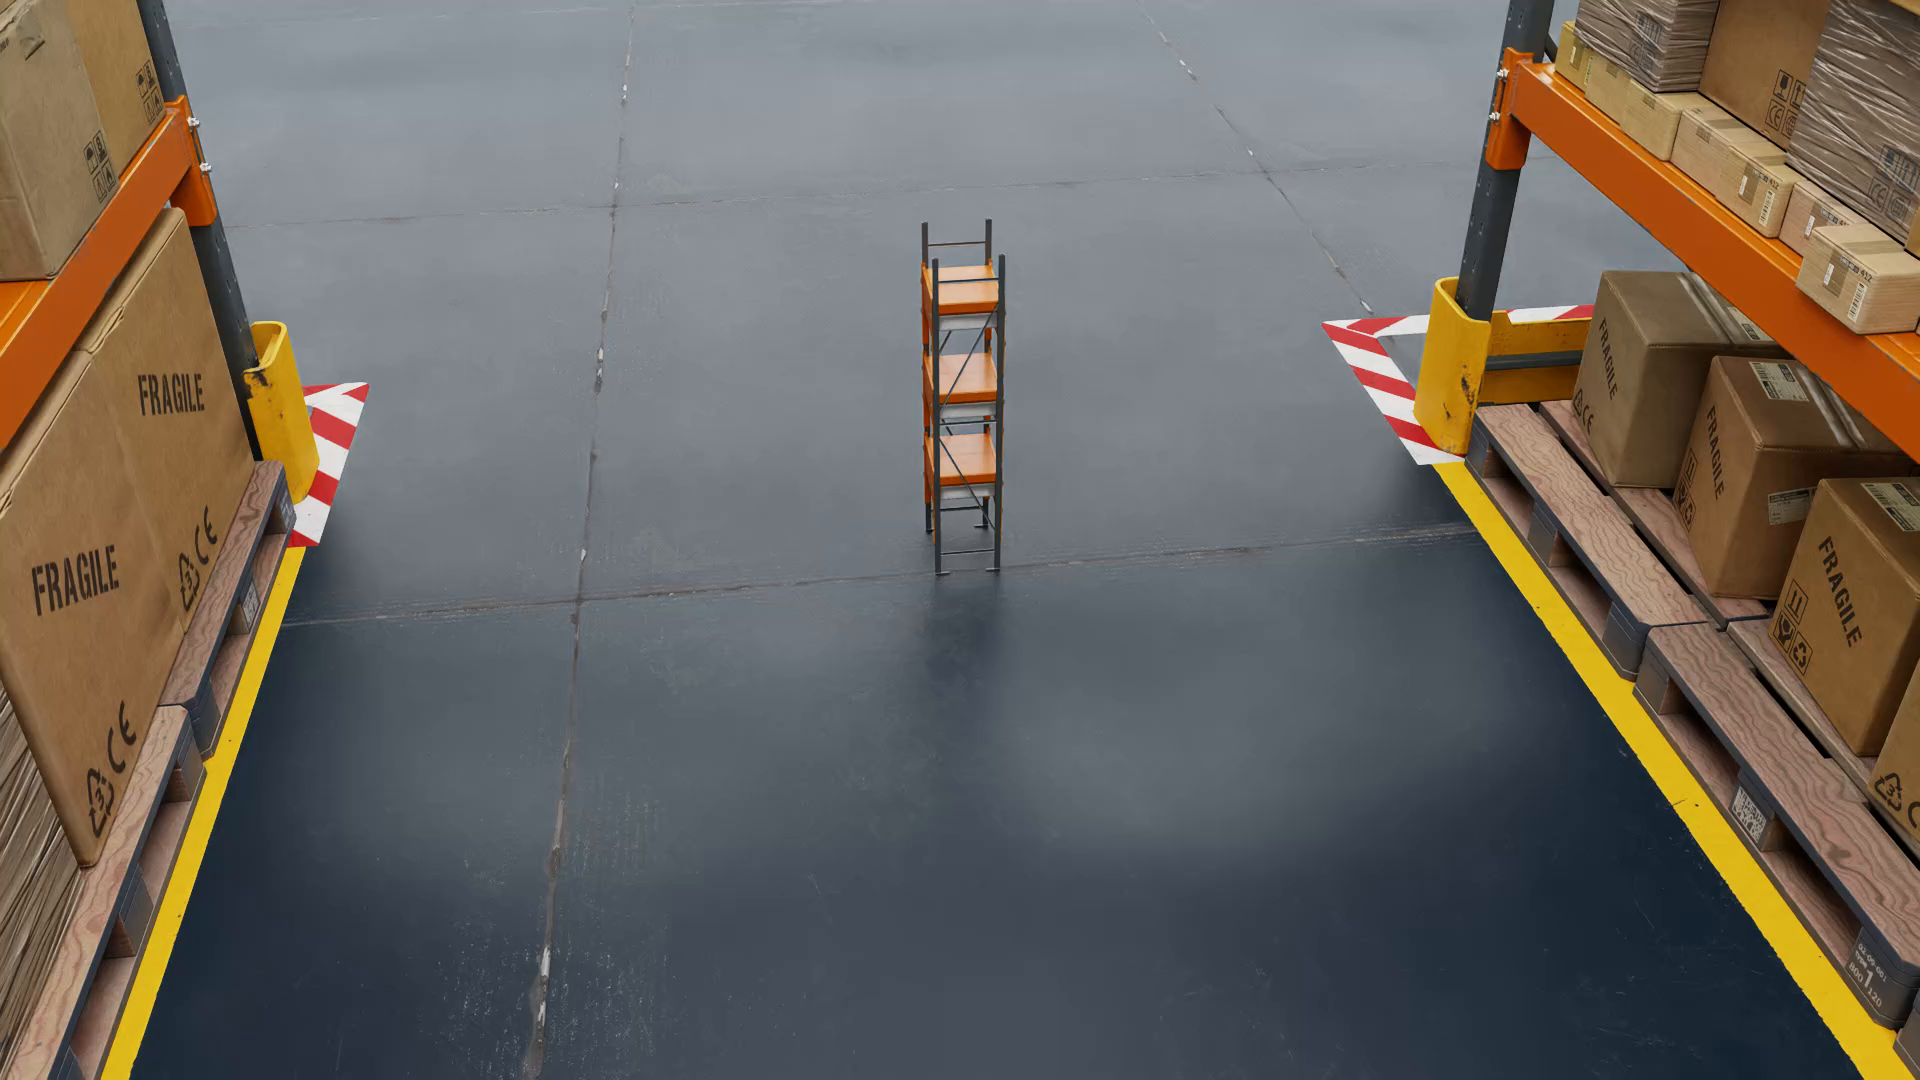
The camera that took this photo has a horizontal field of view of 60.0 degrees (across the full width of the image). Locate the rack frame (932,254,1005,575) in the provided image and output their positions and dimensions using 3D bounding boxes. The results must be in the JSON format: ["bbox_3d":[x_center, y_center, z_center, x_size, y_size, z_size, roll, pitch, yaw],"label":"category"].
[{"bbox_3d":[0.024,-0.336,4.811,0.200,1.050,0.008,-4,35,-6],"label":"rack frame"}]

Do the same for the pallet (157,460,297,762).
[{"bbox_3d":[-2.550,0.204,4.764,1.003,0.211,1.213,-4,35,-6],"label":"pallet"}]

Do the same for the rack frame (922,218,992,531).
[{"bbox_3d":[-0.009,-0.472,5.010,0.200,1.050,0.008,-4,35,-6],"label":"rack frame"}]

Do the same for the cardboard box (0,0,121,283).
[{"bbox_3d":[-2.544,-0.942,3.835,0.875,0.550,0.550,-4,35,-6],"label":"cardboard box"}]

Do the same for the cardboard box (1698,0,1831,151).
[{"bbox_3d":[2.427,-1.293,4.132,0.875,0.500,0.500,-4,35,-6],"label":"cardboard box"}]

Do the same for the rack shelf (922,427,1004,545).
[{"bbox_3d":[0.007,-0.166,5.073,0.215,0.259,0.240,-4,35,-6],"label":"rack shelf"}]

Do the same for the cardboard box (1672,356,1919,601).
[{"bbox_3d":[2.376,-0.168,4.680,0.500,0.500,0.500,4,35,6],"label":"cardboard box"}]

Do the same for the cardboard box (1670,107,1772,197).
[{"bbox_3d":[2.084,-1.008,4.288,0.380,0.149,0.250,-4,35,-6],"label":"cardboard box"}]

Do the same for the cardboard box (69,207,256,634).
[{"bbox_3d":[-2.578,-0.311,4.557,0.875,0.875,0.875,-4,34,-6],"label":"cardboard box"}]

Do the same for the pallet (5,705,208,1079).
[{"bbox_3d":[-2.389,0.883,3.767,1.003,0.211,1.213,-4,35,-6],"label":"pallet"}]

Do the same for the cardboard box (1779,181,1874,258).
[{"bbox_3d":[2.171,-0.730,3.881,0.380,0.149,0.250,-4,35,-6],"label":"cardboard box"}]

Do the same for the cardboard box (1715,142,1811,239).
[{"bbox_3d":[2.110,-0.868,4.083,0.380,0.149,0.250,-4,35,-6],"label":"cardboard box"}]

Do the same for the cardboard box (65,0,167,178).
[{"bbox_3d":[-2.640,-1.247,4.283,0.875,0.550,0.550,-4,35,-6],"label":"cardboard box"}]

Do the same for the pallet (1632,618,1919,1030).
[{"bbox_3d":[2.439,0.622,4.150,1.003,0.211,1.213,-4,35,-6],"label":"pallet"}]

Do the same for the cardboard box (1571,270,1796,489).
[{"bbox_3d":[2.261,-0.499,5.165,0.500,0.500,0.500,2,34,2],"label":"cardboard box"}]

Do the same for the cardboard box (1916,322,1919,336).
[{"bbox_3d":[2.267,-0.453,3.475,0.380,0.149,0.250,-4,35,-6],"label":"cardboard box"}]

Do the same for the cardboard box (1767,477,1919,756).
[{"bbox_3d":[2.441,0.183,4.165,0.500,0.500,0.500,-1,34,-2],"label":"cardboard box"}]

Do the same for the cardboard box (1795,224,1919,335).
[{"bbox_3d":[2.102,-0.583,3.665,0.380,0.149,0.250,-4,35,-6],"label":"cardboard box"}]

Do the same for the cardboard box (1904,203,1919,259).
[{"bbox_3d":[2.507,-0.731,3.307,0.875,0.500,0.500,-4,35,-6],"label":"cardboard box"}]

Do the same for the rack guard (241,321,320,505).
[{"bbox_3d":[-2.738,-0.369,5.348,1.175,0.500,0.348,-4,35,-6],"label":"rack guard"}]

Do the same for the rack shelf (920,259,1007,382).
[{"bbox_3d":[0.007,-0.630,4.757,0.215,0.259,0.240,-4,35,-6],"label":"rack shelf"}]

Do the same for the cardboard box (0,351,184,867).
[{"bbox_3d":[-2.458,0.180,3.836,0.875,0.875,0.875,-5,35,-7],"label":"cardboard box"}]

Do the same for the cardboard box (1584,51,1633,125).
[{"bbox_3d":[2.011,-1.286,4.697,0.380,0.149,0.250,-4,35,-6],"label":"cardboard box"}]

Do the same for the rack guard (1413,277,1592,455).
[{"bbox_3d":[2.204,-0.633,5.735,1.175,0.500,0.348,-4,35,-6],"label":"rack guard"}]

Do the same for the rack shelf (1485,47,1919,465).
[{"bbox_3d":[2.463,-0.295,3.658,1.077,0.370,4.000,-4,35,-6],"label":"rack shelf"}]

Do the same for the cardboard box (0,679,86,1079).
[{"bbox_3d":[-2.337,0.689,3.090,0.875,0.875,0.875,-4,34,-6],"label":"cardboard box"}]

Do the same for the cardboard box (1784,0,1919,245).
[{"bbox_3d":[2.451,-1.011,3.717,0.875,0.500,0.500,-4,35,-6],"label":"cardboard box"}]

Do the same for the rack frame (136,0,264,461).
[{"bbox_3d":[-2.735,-1.389,4.624,1.000,3.000,0.127,-4,35,-6],"label":"rack frame"}]

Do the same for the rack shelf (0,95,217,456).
[{"bbox_3d":[-2.466,0.024,3.189,1.077,0.370,4.000,-4,35,-6],"label":"rack shelf"}]

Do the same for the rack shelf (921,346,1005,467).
[{"bbox_3d":[0.007,-0.395,4.916,0.215,0.259,0.240,-4,35,-6],"label":"rack shelf"}]

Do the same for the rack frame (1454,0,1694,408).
[{"bbox_3d":[2.194,-1.708,5.093,1.000,3.000,0.127,-4,35,-6],"label":"rack frame"}]

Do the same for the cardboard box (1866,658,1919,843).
[{"bbox_3d":[2.472,0.498,3.703,0.500,0.500,0.500,-7,35,-11],"label":"cardboard box"}]

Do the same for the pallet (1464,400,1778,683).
[{"bbox_3d":[2.278,-0.057,5.147,1.003,0.211,1.213,-4,35,-6],"label":"pallet"}]

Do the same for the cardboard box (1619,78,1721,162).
[{"bbox_3d":[2.029,-1.146,4.491,0.380,0.149,0.250,-4,35,-6],"label":"cardboard box"}]

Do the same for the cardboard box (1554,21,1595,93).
[{"bbox_3d":[1.996,-1.427,4.904,0.380,0.149,0.250,-4,35,-6],"label":"cardboard box"}]

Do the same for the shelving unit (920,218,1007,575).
[{"bbox_3d":[0.007,-0.404,4.911,0.215,1.050,0.252,-4,35,-6],"label":"shelving unit"}]

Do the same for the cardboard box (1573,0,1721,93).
[{"bbox_3d":[2.241,-1.563,4.528,0.875,0.500,0.500,-4,35,-6],"label":"cardboard box"}]

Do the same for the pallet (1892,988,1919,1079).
[{"bbox_3d":[2.607,1.304,3.149,1.003,0.211,1.213,-4,35,-6],"label":"pallet"}]
